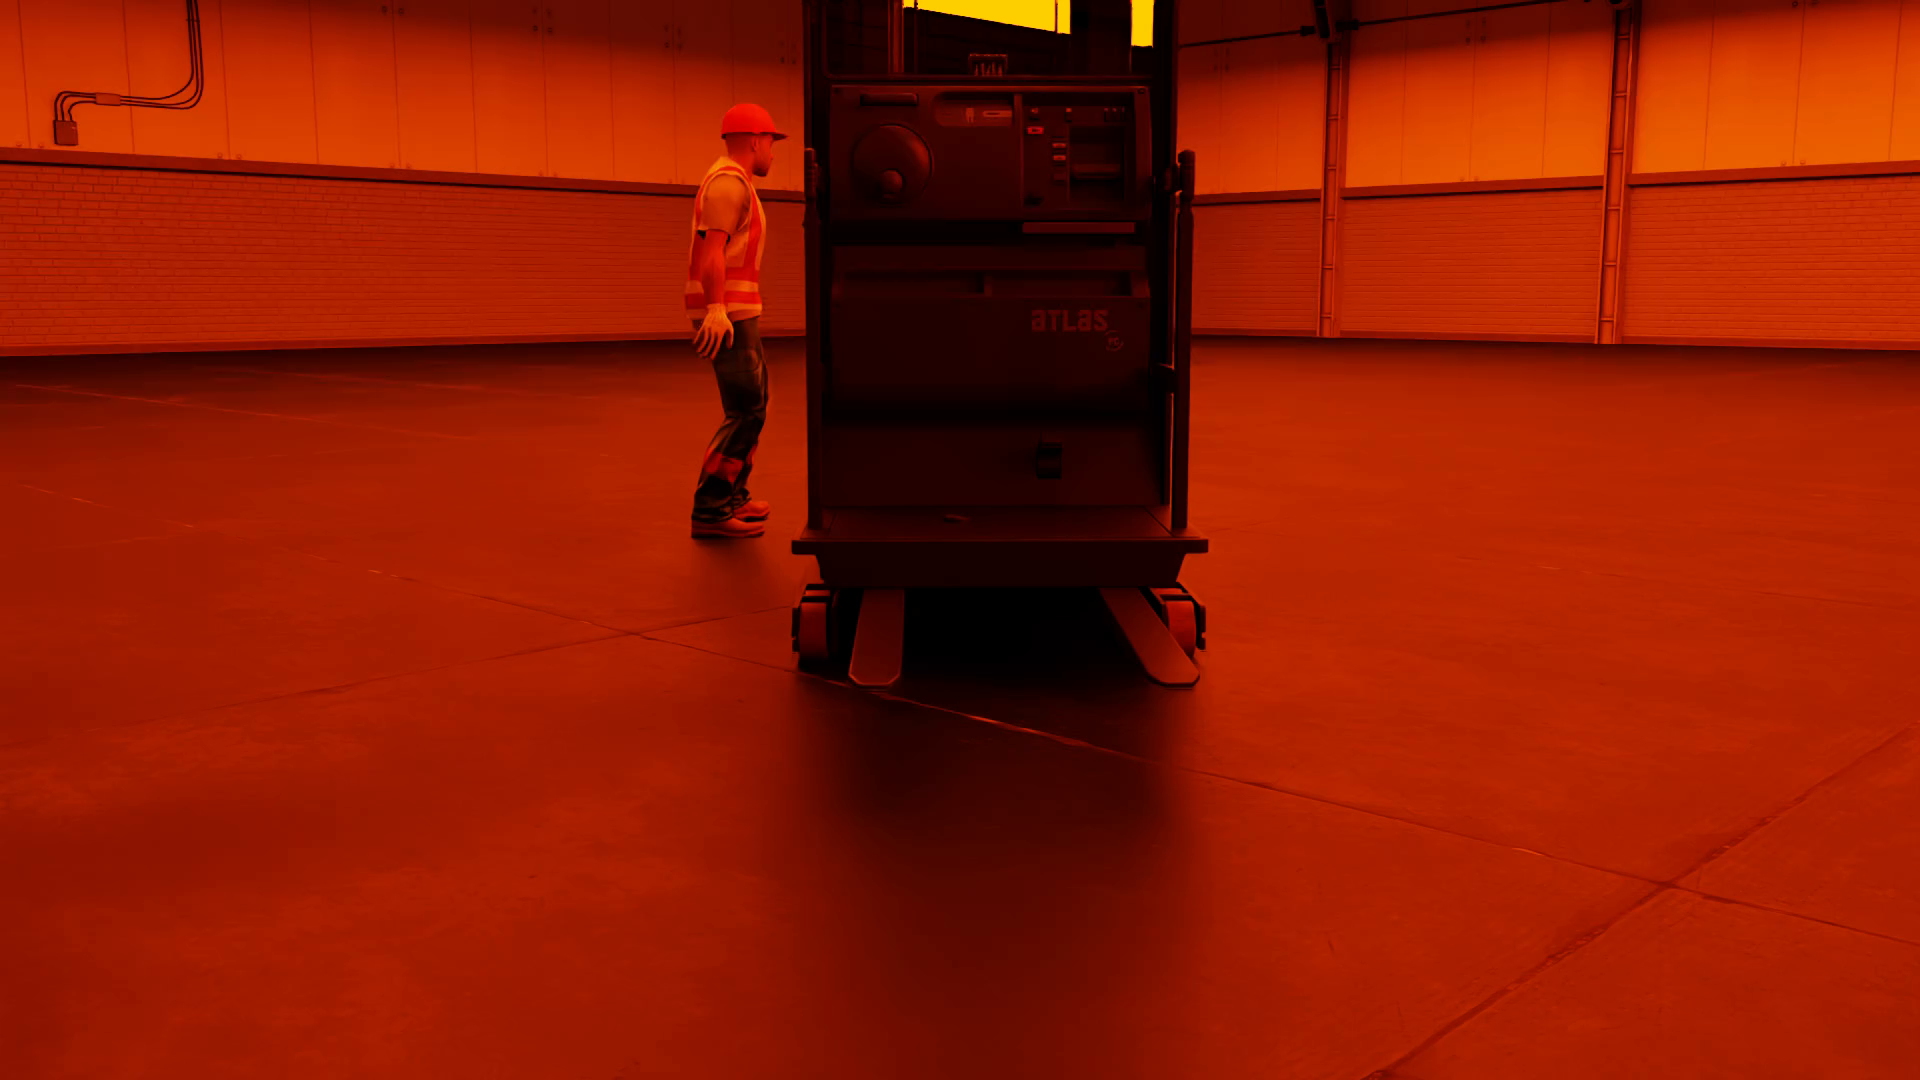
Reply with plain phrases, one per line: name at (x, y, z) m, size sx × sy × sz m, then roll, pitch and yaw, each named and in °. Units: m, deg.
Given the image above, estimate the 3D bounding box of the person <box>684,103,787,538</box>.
person at (-0.913, -0.900, 6.846) m, size 0.437 × 1.749 × 0.868 m, roll -2°, pitch 9°, yaw -11°

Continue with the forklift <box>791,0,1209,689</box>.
forklift at (0.095, -1.166, 4.617) m, size 1.130 × 2.935 × 3.031 m, roll 0°, pitch 9°, yaw -1°
